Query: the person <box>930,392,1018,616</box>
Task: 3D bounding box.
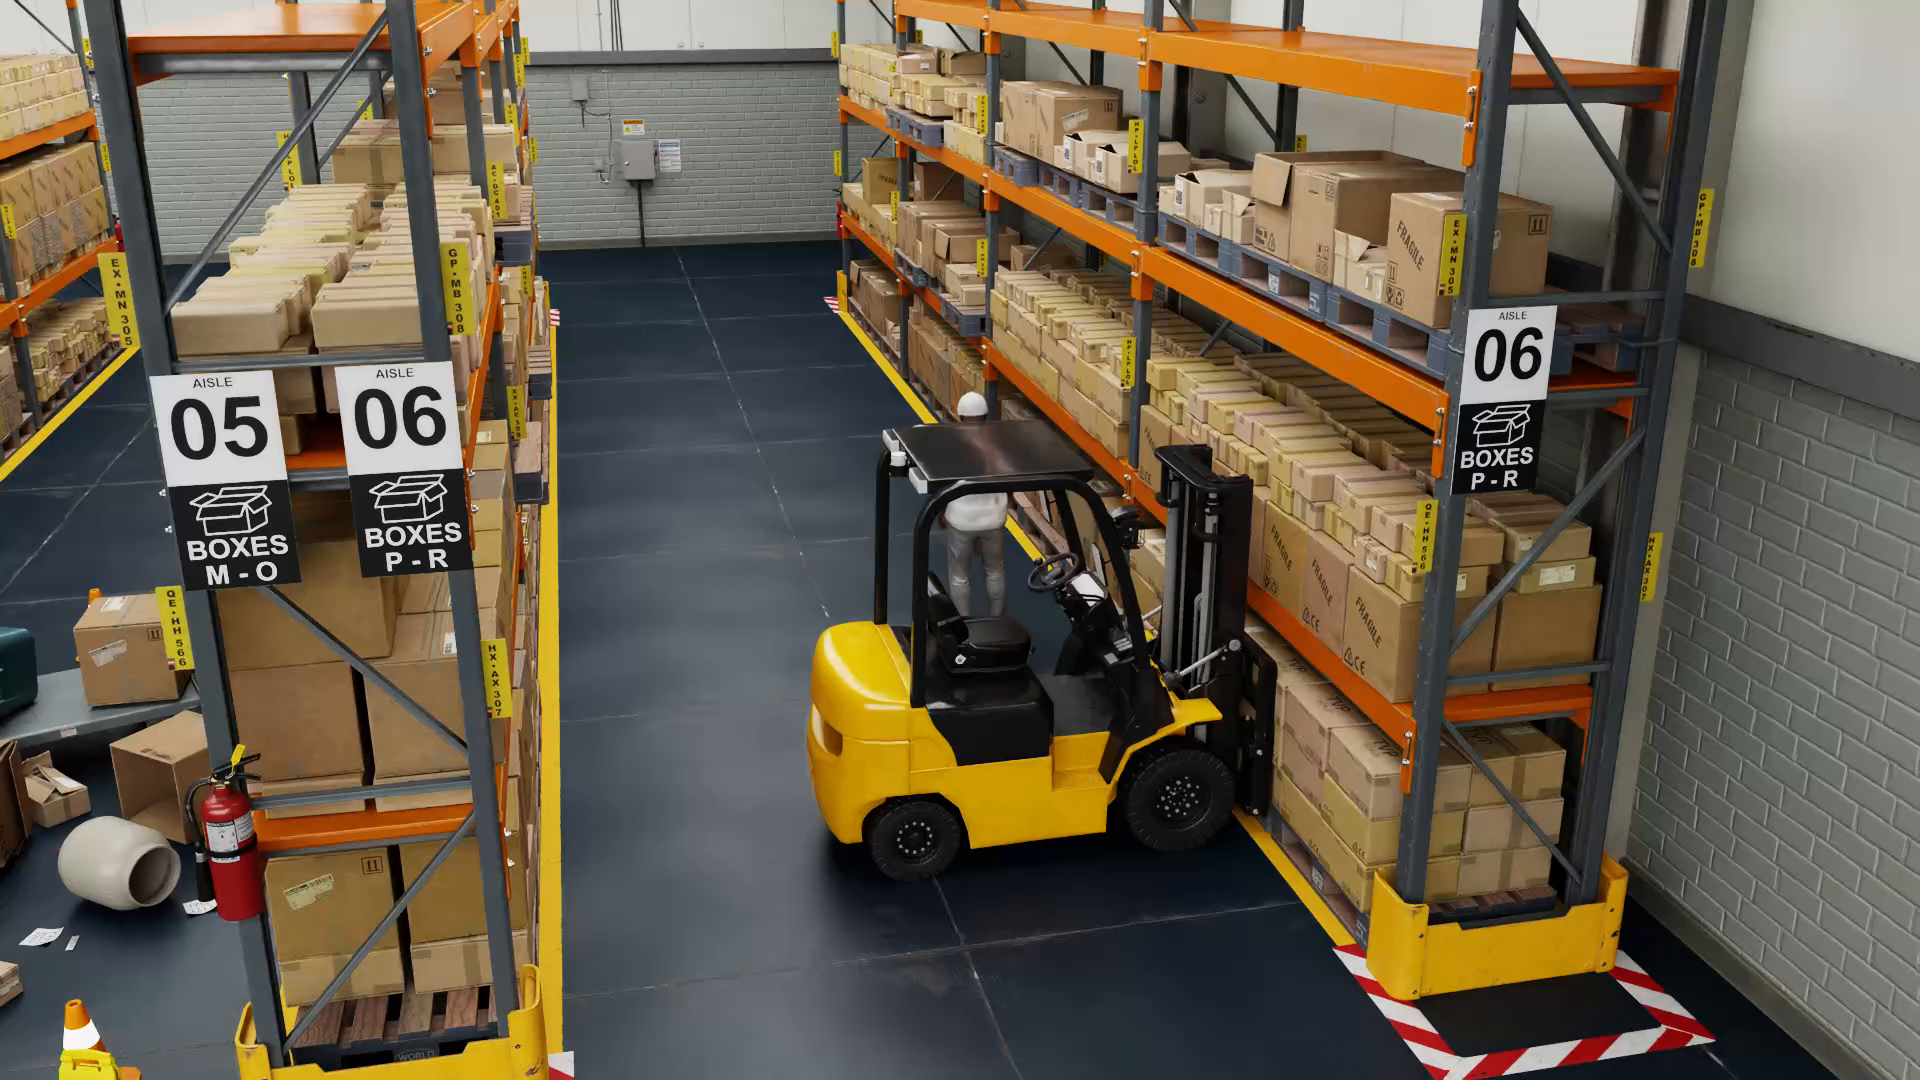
[{"bbox_3d":[0.092,-0.152,11.480,0.627,1.755,0.462,-5,20,-14],"label":"person"}]
